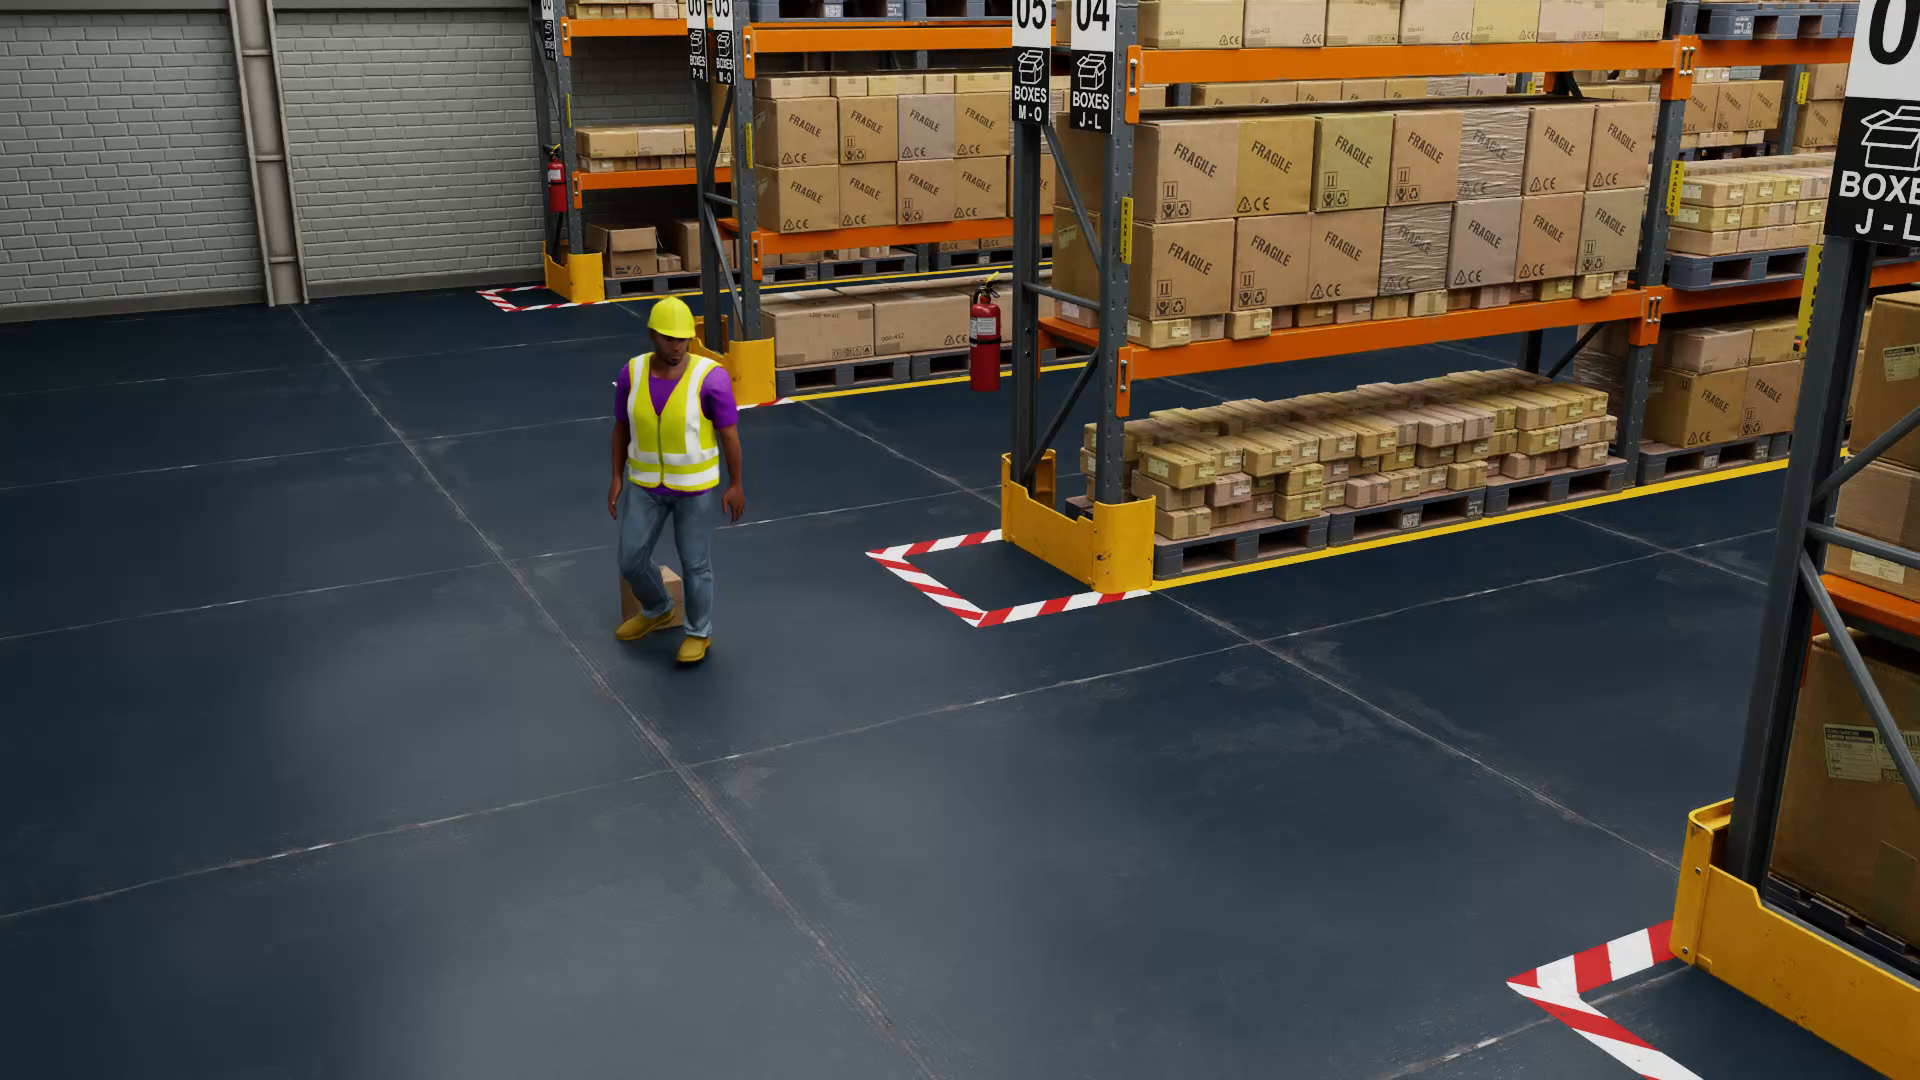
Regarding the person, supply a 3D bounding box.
[{"bbox_3d":[-1.355,-0.273,7.769,0.699,1.758,0.453,3,19,9],"label":"person"}]
